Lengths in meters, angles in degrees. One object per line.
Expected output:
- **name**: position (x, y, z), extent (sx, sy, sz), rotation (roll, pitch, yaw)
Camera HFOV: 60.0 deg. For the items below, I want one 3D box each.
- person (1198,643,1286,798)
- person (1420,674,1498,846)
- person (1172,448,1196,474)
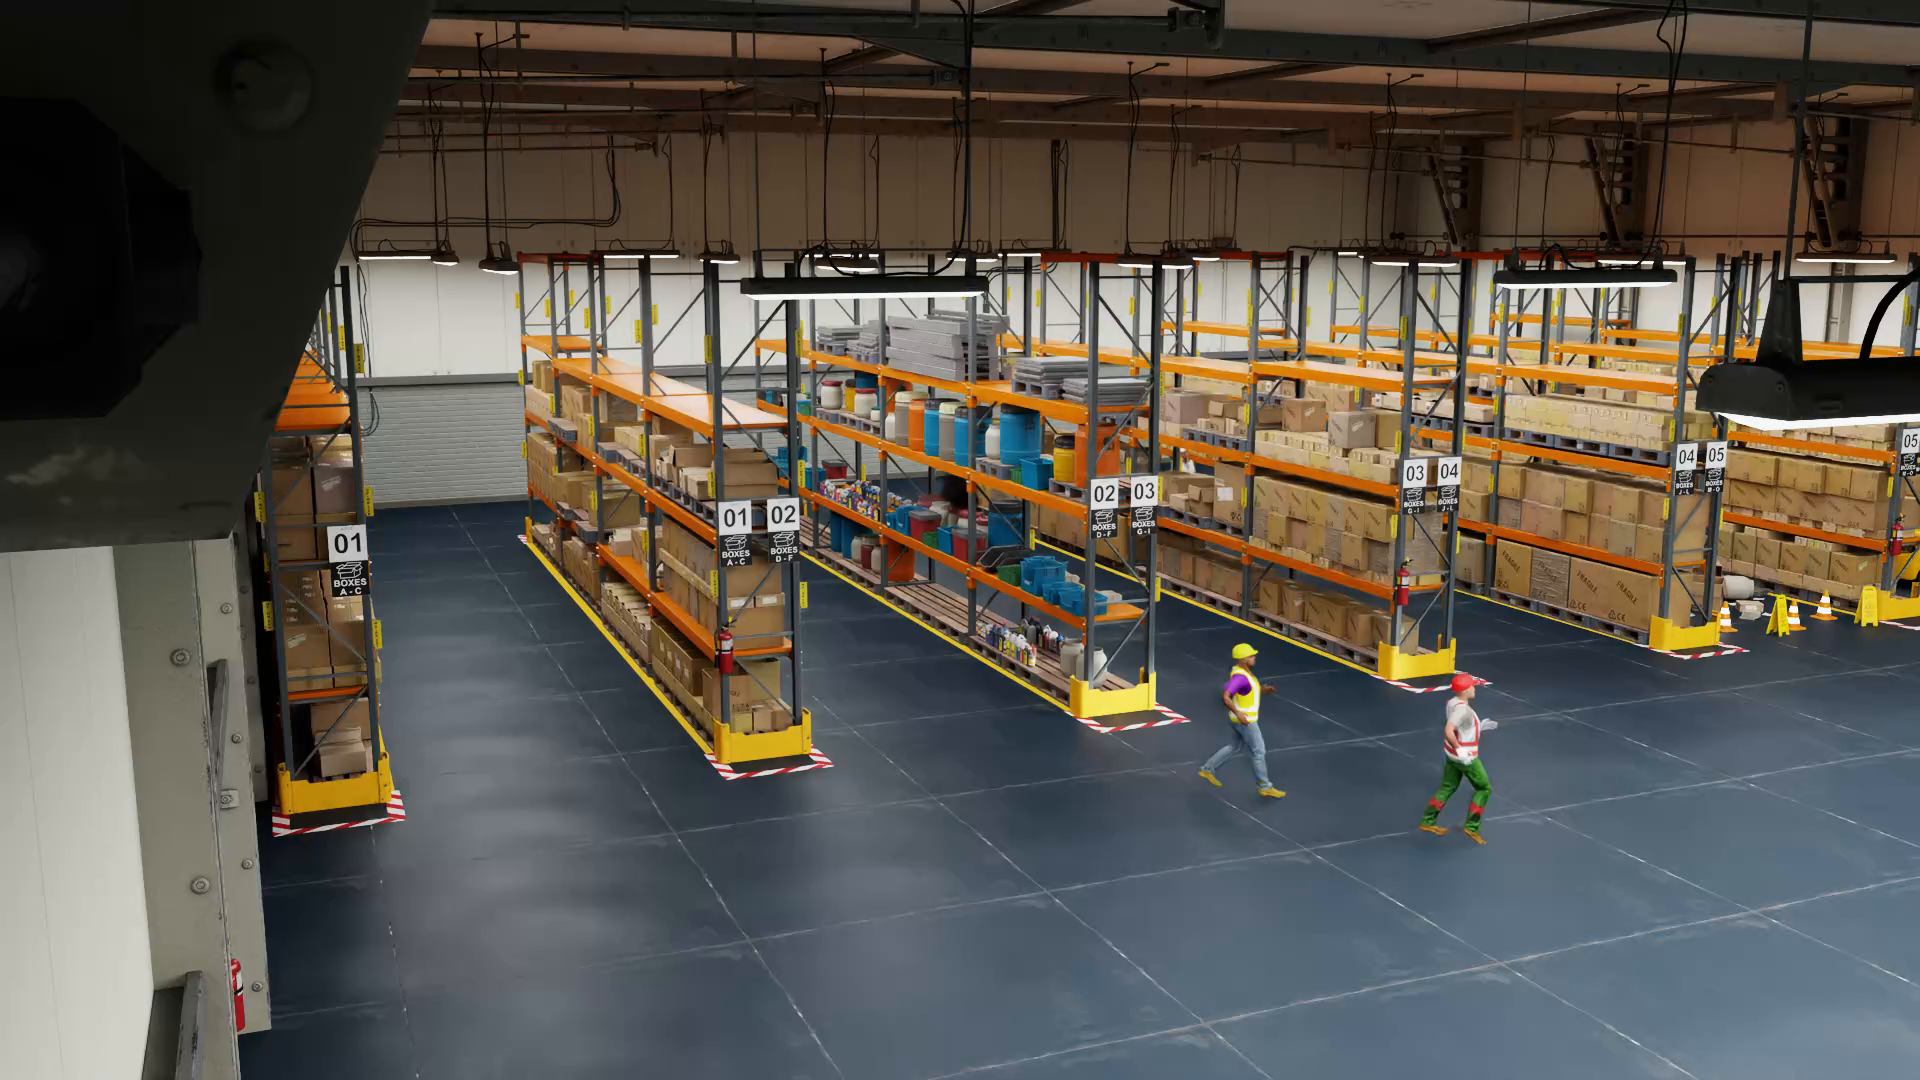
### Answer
- **person**: position (3.222, 2.033, 18.866), extent (0.982, 1.757, 0.690), rotation (1, 10, 3)
- **person**: position (5.271, 2.309, 17.455), extent (0.762, 1.846, 0.643), rotation (-1, 10, -5)
- **person**: position (4.952, -1.184, 36.472), extent (0.665, 1.744, 1.007), rotation (-3, 11, -16)
